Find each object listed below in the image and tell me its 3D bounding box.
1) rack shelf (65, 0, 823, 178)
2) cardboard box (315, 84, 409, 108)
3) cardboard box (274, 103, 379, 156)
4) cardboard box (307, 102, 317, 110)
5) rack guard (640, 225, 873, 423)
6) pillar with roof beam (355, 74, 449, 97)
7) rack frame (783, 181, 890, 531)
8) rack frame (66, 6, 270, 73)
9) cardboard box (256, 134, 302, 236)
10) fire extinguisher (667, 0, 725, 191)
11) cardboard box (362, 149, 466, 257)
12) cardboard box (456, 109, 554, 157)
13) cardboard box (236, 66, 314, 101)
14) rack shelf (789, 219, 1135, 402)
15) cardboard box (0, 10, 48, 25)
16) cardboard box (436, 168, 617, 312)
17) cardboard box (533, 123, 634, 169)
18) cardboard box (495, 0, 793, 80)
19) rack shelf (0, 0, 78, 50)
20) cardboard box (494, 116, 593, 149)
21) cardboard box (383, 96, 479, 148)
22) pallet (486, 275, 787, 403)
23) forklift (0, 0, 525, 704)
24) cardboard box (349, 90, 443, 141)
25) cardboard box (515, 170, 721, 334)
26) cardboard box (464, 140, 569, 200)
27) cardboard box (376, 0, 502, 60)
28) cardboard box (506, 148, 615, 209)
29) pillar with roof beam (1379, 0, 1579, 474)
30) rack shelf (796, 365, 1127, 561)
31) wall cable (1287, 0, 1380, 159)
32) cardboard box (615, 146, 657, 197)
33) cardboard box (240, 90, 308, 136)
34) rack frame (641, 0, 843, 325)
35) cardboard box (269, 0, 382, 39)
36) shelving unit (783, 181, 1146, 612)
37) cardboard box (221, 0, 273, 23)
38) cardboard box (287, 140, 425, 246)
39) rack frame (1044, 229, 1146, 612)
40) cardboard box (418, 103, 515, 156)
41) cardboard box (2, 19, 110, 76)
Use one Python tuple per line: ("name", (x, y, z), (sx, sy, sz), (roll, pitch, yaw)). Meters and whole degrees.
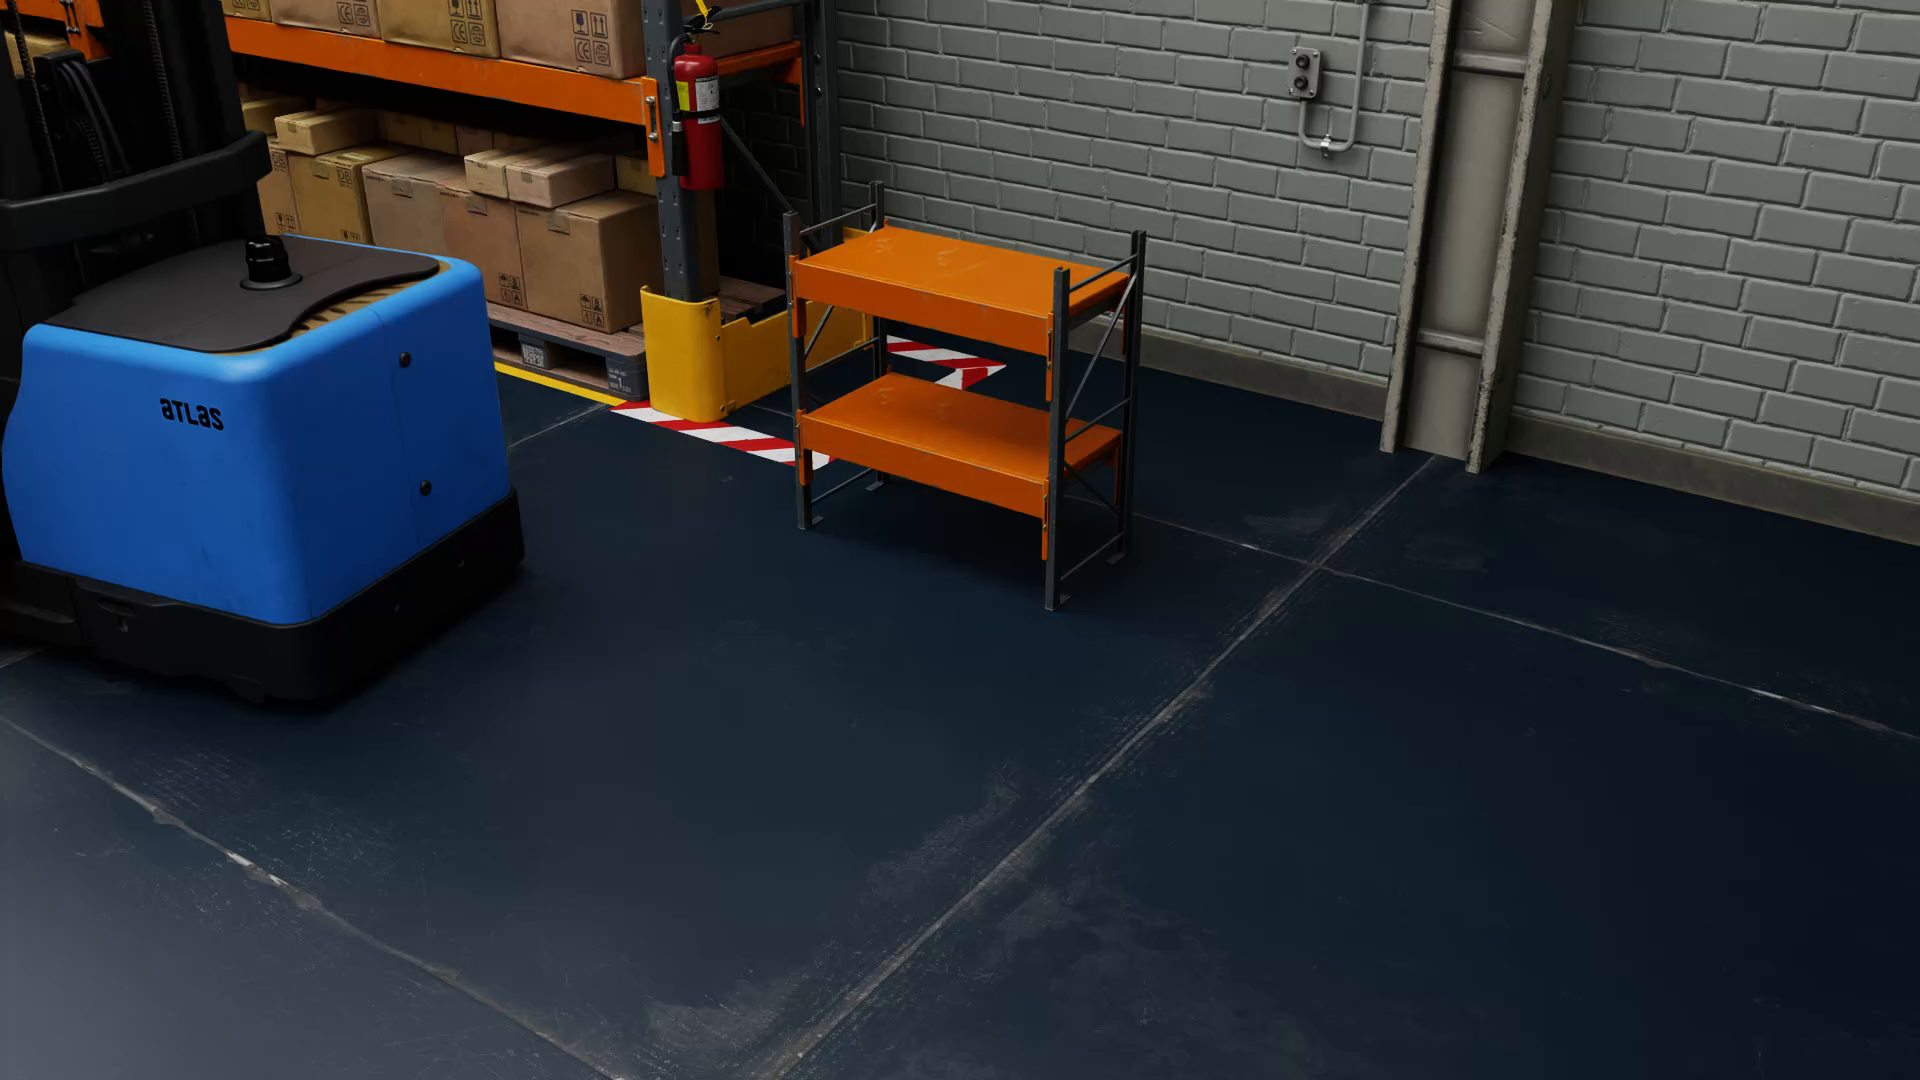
("rack shelf", (-2.492, -2.255, 7.667), (4.000, 0.370, 1.077), (17, 32, 30))
("cardboard box", (-2.936, -2.131, 8.208), (0.250, 0.149, 0.380), (16, 31, 29))
("cardboard box", (-2.973, -1.931, 7.815), (0.250, 0.149, 0.380), (16, 31, 29))
("cardboard box", (-3.582, -1.932, 8.533), (0.500, 0.500, 0.700), (18, 32, 31))
("rack guard", (-0.823, -0.942, 7.050), (0.348, 0.500, 1.175), (17, 32, 30))
("pillar with roof beam", (-5.511, -4.297, 4.272), (0.400, 9.000, 9.100), (17, 32, 30))
("rack frame", (-0.413, -0.630, 5.748), (0.032, 1.125, 0.500), (17, 32, 30))
("rack frame", (-4.140, -3.089, 8.513), (0.127, 3.000, 1.000), (17, 32, 30))
("cardboard box", (-3.170, -1.802, 8.277), (0.500, 0.500, 0.700), (17, 32, 30))
("fire extinguisher", (-0.980, -1.650, 6.182), (0.183, 0.674, 0.296), (17, 32, 30))
("cardboard box", (-2.304, -1.535, 7.752), (0.500, 0.500, 0.700), (16, 31, 29))
("cardboard box", (-2.095, -1.869, 7.693), (0.250, 0.149, 0.380), (18, 32, 31))
("cardboard box", (-3.589, -2.333, 8.604), (0.250, 0.149, 0.380), (17, 32, 30))
("rack shelf", (0.006, -0.760, 5.359), (1.000, 0.278, 0.538), (17, 32, 30))
("cardboard box", (-5.484, -2.664, 9.585), (0.750, 0.750, 0.750), (18, 32, 32))
("cardboard box", (-1.889, -1.406, 7.499), (0.500, 0.500, 0.700), (17, 32, 30))
("cardboard box", (-1.679, -1.739, 7.438), (0.250, 0.149, 0.380), (17, 32, 30))
("cardboard box", (-1.269, -2.323, 6.677), (0.700, 0.700, 0.980), (19, 33, 33))
("rack shelf", (-5.789, -3.282, 9.686), (4.000, 0.370, 1.077), (17, 32, 30))
("cardboard box", (-1.885, -1.804, 7.565), (0.250, 0.149, 0.380), (18, 32, 31))
("cardboard box", (-2.515, -2.000, 7.950), (0.250, 0.149, 0.380), (17, 31, 29))
("pallet", (-1.547, -0.996, 7.474), (1.213, 0.211, 1.003), (17, 32, 30))
("forklift", (-3.001, -1.261, 4.996), (3.031, 2.935, 1.130), (11, 29, 20))
("cardboard box", (-2.728, -2.066, 8.079), (0.250, 0.149, 0.380), (18, 32, 31))
("cardboard box", (-1.477, -1.278, 7.247), (0.500, 0.500, 0.700), (17, 32, 30))
("cardboard box", (-1.897, -1.597, 7.159), (0.250, 0.149, 0.380), (18, 32, 32))
("cardboard box", (-1.875, -2.506, 7.036), (0.700, 0.700, 0.980), (17, 32, 30))
("cardboard box", (-1.686, -1.532, 7.030), (0.250, 0.149, 0.380), (17, 31, 30))
("pillar with roof beam", (-0.565, -2.757, 1.245), (0.400, 9.000, 9.100), (17, 32, 30))
("rack shelf", (0.006, -0.282, 5.602), (1.000, 0.278, 0.538), (17, 32, 30))
("wall cable", (0.748, -2.540, 6.313), (1.851, 1.984, 0.084), (17, 32, 30))
("cardboard box", (-1.260, -1.610, 7.183), (0.250, 0.149, 0.380), (18, 32, 31))
("cardboard box", (-3.403, -2.065, 8.079), (0.250, 0.149, 0.380), (19, 32, 32))
("rack frame", (-0.843, -2.062, 6.495), (0.127, 3.000, 1.000), (17, 32, 30))
("cardboard box", (-2.498, -2.705, 7.427), (0.700, 0.700, 0.980), (16, 31, 28))
("shelving unit", (0.006, -0.500, 5.491), (1.048, 1.125, 0.538), (17, 32, 30))
("cardboard box", (-3.104, -2.888, 7.787), (0.700, 0.700, 0.980), (16, 31, 29))
("cardboard box", (-2.748, -1.669, 8.016), (0.500, 0.500, 0.700), (18, 32, 31))
("rack frame", (0.425, -0.369, 5.235), (0.032, 1.125, 0.500), (17, 32, 30))
("cardboard box", (-2.307, -1.934, 7.822), (0.250, 0.149, 0.380), (18, 32, 31))
("cardboard box", (-4.750, -2.437, 9.138), (0.750, 0.750, 0.750), (18, 32, 31))
